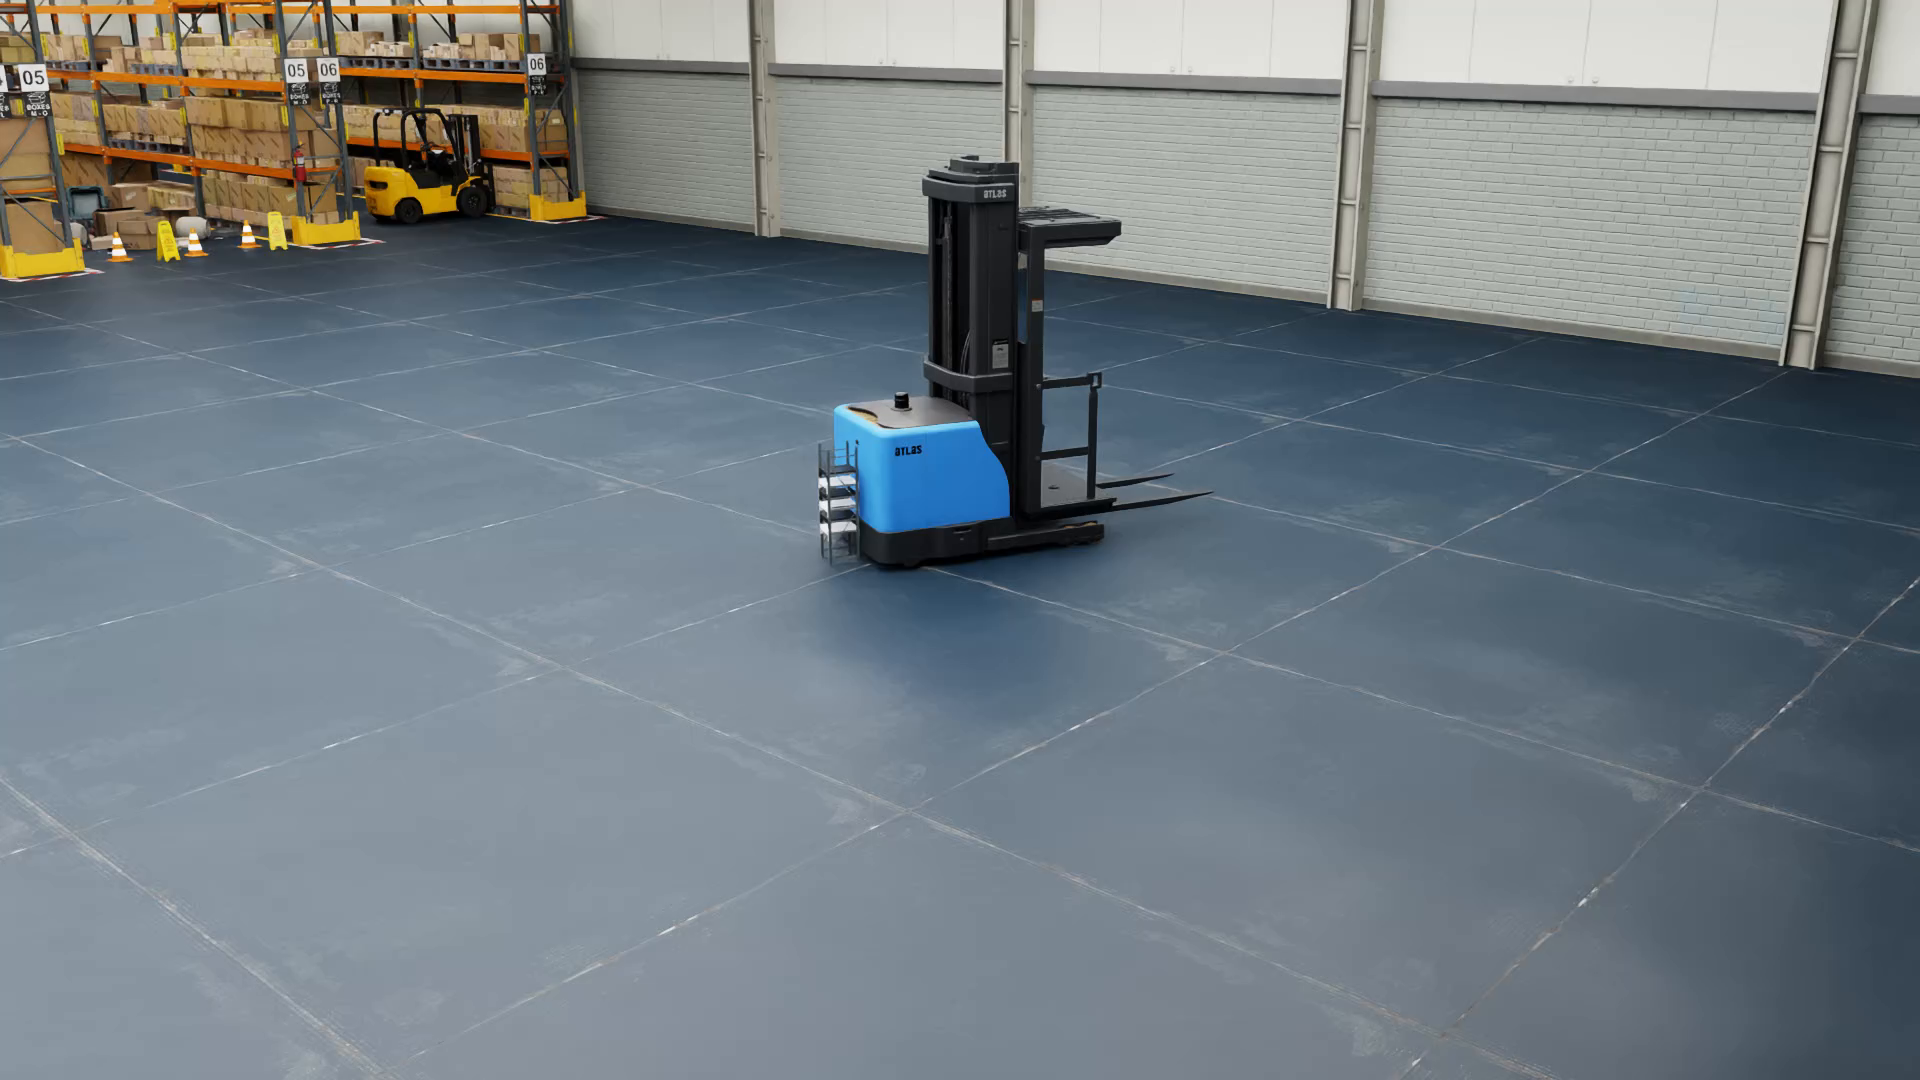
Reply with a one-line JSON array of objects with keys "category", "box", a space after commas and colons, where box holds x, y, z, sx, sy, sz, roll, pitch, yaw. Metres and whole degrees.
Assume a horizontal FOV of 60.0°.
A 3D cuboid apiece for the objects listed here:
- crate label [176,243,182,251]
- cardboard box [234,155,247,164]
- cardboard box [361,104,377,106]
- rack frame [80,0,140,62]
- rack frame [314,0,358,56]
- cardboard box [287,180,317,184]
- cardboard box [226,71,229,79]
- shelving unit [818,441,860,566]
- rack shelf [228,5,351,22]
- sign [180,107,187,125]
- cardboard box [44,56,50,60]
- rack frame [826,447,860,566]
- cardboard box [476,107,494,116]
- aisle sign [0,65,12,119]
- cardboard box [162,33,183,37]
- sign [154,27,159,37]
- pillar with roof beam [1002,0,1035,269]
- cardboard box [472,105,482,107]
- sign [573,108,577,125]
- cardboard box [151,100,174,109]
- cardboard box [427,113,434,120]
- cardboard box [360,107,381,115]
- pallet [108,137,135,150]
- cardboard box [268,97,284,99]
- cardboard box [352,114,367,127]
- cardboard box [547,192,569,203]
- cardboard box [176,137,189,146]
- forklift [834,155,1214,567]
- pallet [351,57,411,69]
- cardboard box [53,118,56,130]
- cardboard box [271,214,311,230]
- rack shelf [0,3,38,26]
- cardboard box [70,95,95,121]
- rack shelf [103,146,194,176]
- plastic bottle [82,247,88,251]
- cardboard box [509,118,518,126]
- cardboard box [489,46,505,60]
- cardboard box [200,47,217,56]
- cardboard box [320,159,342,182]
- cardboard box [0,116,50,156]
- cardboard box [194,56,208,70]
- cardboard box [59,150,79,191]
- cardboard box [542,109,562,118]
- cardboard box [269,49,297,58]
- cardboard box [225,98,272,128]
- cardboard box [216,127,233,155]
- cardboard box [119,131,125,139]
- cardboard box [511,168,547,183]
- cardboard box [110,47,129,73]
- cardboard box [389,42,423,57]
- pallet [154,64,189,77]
[{"category": "crate label", "box": [-13.715, -5.090, 28.925, 0.298, 0.136, 0.250, 4, 18, 11]}, {"category": "cardboard box", "box": [-13.237, -7.080, 30.878, 0.250, 0.149, 0.380, 15, 23, 39]}, {"category": "cardboard box", "box": [-13.470, -9.876, 38.035, 0.250, 0.149, 0.380, 16, 23, 41]}, {"category": "rack frame", "box": [-17.409, -11.302, 33.847, 0.127, 3.000, 1.000, 15, 23, 39]}, {"category": "rack frame", "box": [-14.117, -12.425, 37.388, 0.127, 3.000, 1.000, 15, 23, 39]}, {"category": "cardboard box", "box": [-12.257, -6.416, 30.982, 0.500, 0.500, 0.500, 14, 22, 37]}, {"category": "cardboard box", "box": [-13.192, -8.521, 30.458, 0.250, 0.149, 0.380, 15, 23, 40]}, {"category": "shelving unit", "box": [-0.908, -0.275, 12.490, 0.258, 0.900, 0.210, -7, 19, -21]}, {"category": "rack shelf", "box": [-15.613, -12.294, 38.822, 4.000, 0.370, 1.077, 15, 23, 39]}, {"category": "sign", "box": [-14.783, -8.065, 31.650, 0.005, 0.325, 0.100, 15, 23, 39]}, {"category": "cardboard box", "box": [-19.267, -10.365, 35.382, 0.396, 0.266, 0.258, -16, 24, -41]}, {"category": "rack frame", "box": [-0.869, -0.246, 12.400, 0.240, 0.900, 0.006, -7, 19, -21]}, {"category": "cardboard box", "box": [-9.692, -8.789, 34.118, 0.250, 0.149, 0.380, 15, 23, 40]}, {"category": "aisle sign", "box": [-14.782, -6.853, 25.448, 0.004, 0.787, 0.394, 15, 23, 39]}, {"category": "cardboard box", "box": [-19.935, -12.765, 42.345, 0.500, 0.250, 0.500, 15, 23, 39]}, {"category": "sign", "box": [-20.461, -12.896, 42.384, 0.005, 0.325, 0.100, 15, 23, 39]}, {"category": "pillar with roof beam", "box": [-1.938, -7.779, 22.748, 0.400, 9.000, 9.100, 15, 23, 39]}, {"category": "cardboard box", "box": [-10.090, -9.120, 35.160, 0.250, 0.149, 0.380, 14, 23, 38]}, {"category": "sign", "box": [-7.761, -8.534, 33.483, 0.005, 0.325, 0.100, 15, 23, 39]}, {"category": "cardboard box", "box": [-15.657, -8.565, 32.716, 0.250, 0.149, 0.380, 14, 22, 37]}, {"category": "cardboard box", "box": [-11.061, -8.996, 35.262, 0.250, 0.149, 0.380, 15, 23, 38]}, {"category": "cardboard box", "box": [-13.102, -9.535, 36.961, 0.250, 0.149, 0.380, 16, 23, 40]}, {"category": "pallet", "box": [-16.805, -8.232, 34.408, 1.003, 0.211, 1.213, 15, 23, 39]}, {"category": "cardboard box", "box": [-16.508, -10.365, 39.954, 0.500, 0.500, 0.700, 15, 23, 40]}, {"category": "cardboard box", "box": [-13.194, -9.378, 37.126, 0.500, 0.250, 0.500, 14, 23, 38]}, {"category": "cardboard box", "box": [-8.371, -6.992, 34.036, 0.500, 0.250, 0.500, 15, 23, 39]}, {"category": "cardboard box", "box": [-14.985, -7.760, 32.327, 0.250, 0.149, 0.380, 15, 23, 40]}, {"category": "forklift", "box": [0.569, -1.478, 12.923, 3.031, 2.935, 1.130, -8, 19, -24]}, {"category": "pallet", "box": [-12.712, -10.566, 36.799, 1.213, 0.211, 1.003, 16, 24, 42]}, {"category": "cardboard box", "box": [-19.490, -9.054, 36.105, 0.500, 0.250, 0.500, 15, 23, 40]}, {"category": "cardboard box", "box": [-12.227, -5.832, 30.380, 0.500, 0.250, 0.500, 15, 23, 39]}, {"category": "rack shelf", "box": [-16.131, -8.423, 26.627, 4.000, 0.370, 1.077, 15, 23, 39]}, {"category": "cardboard box", "box": [-18.359, -9.112, 35.047, 0.500, 0.500, 0.500, 16, 23, 40]}, {"category": "rack shelf", "box": [-15.913, -7.698, 33.598, 4.000, 0.370, 1.077, 15, 23, 39]}, {"category": "plastic bottle", "box": [-15.336, -5.059, 28.951, 0.133, 0.061, 0.283, 7, 19, 21]}, {"category": "cardboard box", "box": [-8.790, -8.367, 33.281, 0.250, 0.149, 0.380, 16, 23, 40]}, {"category": "cardboard box", "box": [-9.145, -9.722, 33.190, 0.258, 0.266, 0.396, 15, 23, 39]}, {"category": "cardboard box", "box": [-13.814, -9.033, 30.753, 0.250, 0.149, 0.380, 15, 23, 39]}, {"category": "cardboard box", "box": [-14.576, -8.611, 38.724, 0.500, 0.500, 0.500, 16, 24, 41]}, {"category": "cardboard box", "box": [-14.887, -6.365, 26.176, 0.550, 0.550, 0.875, 15, 23, 39]}, {"category": "cardboard box", "box": [-13.878, -8.887, 30.954, 0.500, 0.250, 0.500, 15, 23, 39]}, {"category": "cardboard box", "box": [-19.203, -8.147, 36.642, 0.875, 0.875, 0.875, 16, 24, 41]}, {"category": "cardboard box", "box": [-8.243, -8.574, 33.440, 0.250, 0.149, 0.380, 14, 23, 38]}, {"category": "cardboard box", "box": [-11.874, -8.527, 29.160, 0.250, 0.149, 0.380, 15, 23, 40]}, {"category": "cardboard box", "box": [-13.057, -7.869, 30.639, 0.500, 0.500, 0.700, 15, 23, 39]}, {"category": "cardboard box", "box": [-13.515, -7.478, 31.058, 0.500, 0.500, 0.500, 15, 23, 39]}, {"category": "cardboard box", "box": [-16.926, -8.286, 33.982, 0.250, 0.149, 0.380, 13, 22, 36]}, {"category": "cardboard box", "box": [-8.685, -7.348, 33.504, 0.500, 0.250, 0.500, 16, 24, 41]}, {"category": "cardboard box", "box": [-16.707, -9.727, 33.679, 0.500, 0.500, 0.700, 15, 23, 39]}, {"category": "cardboard box", "box": [-11.828, -10.488, 35.530, 0.500, 0.311, 0.500, 14, 22, 38]}, {"category": "pallet", "box": [-14.808, -9.127, 32.265, 1.003, 0.211, 1.213, 15, 23, 39]}]
